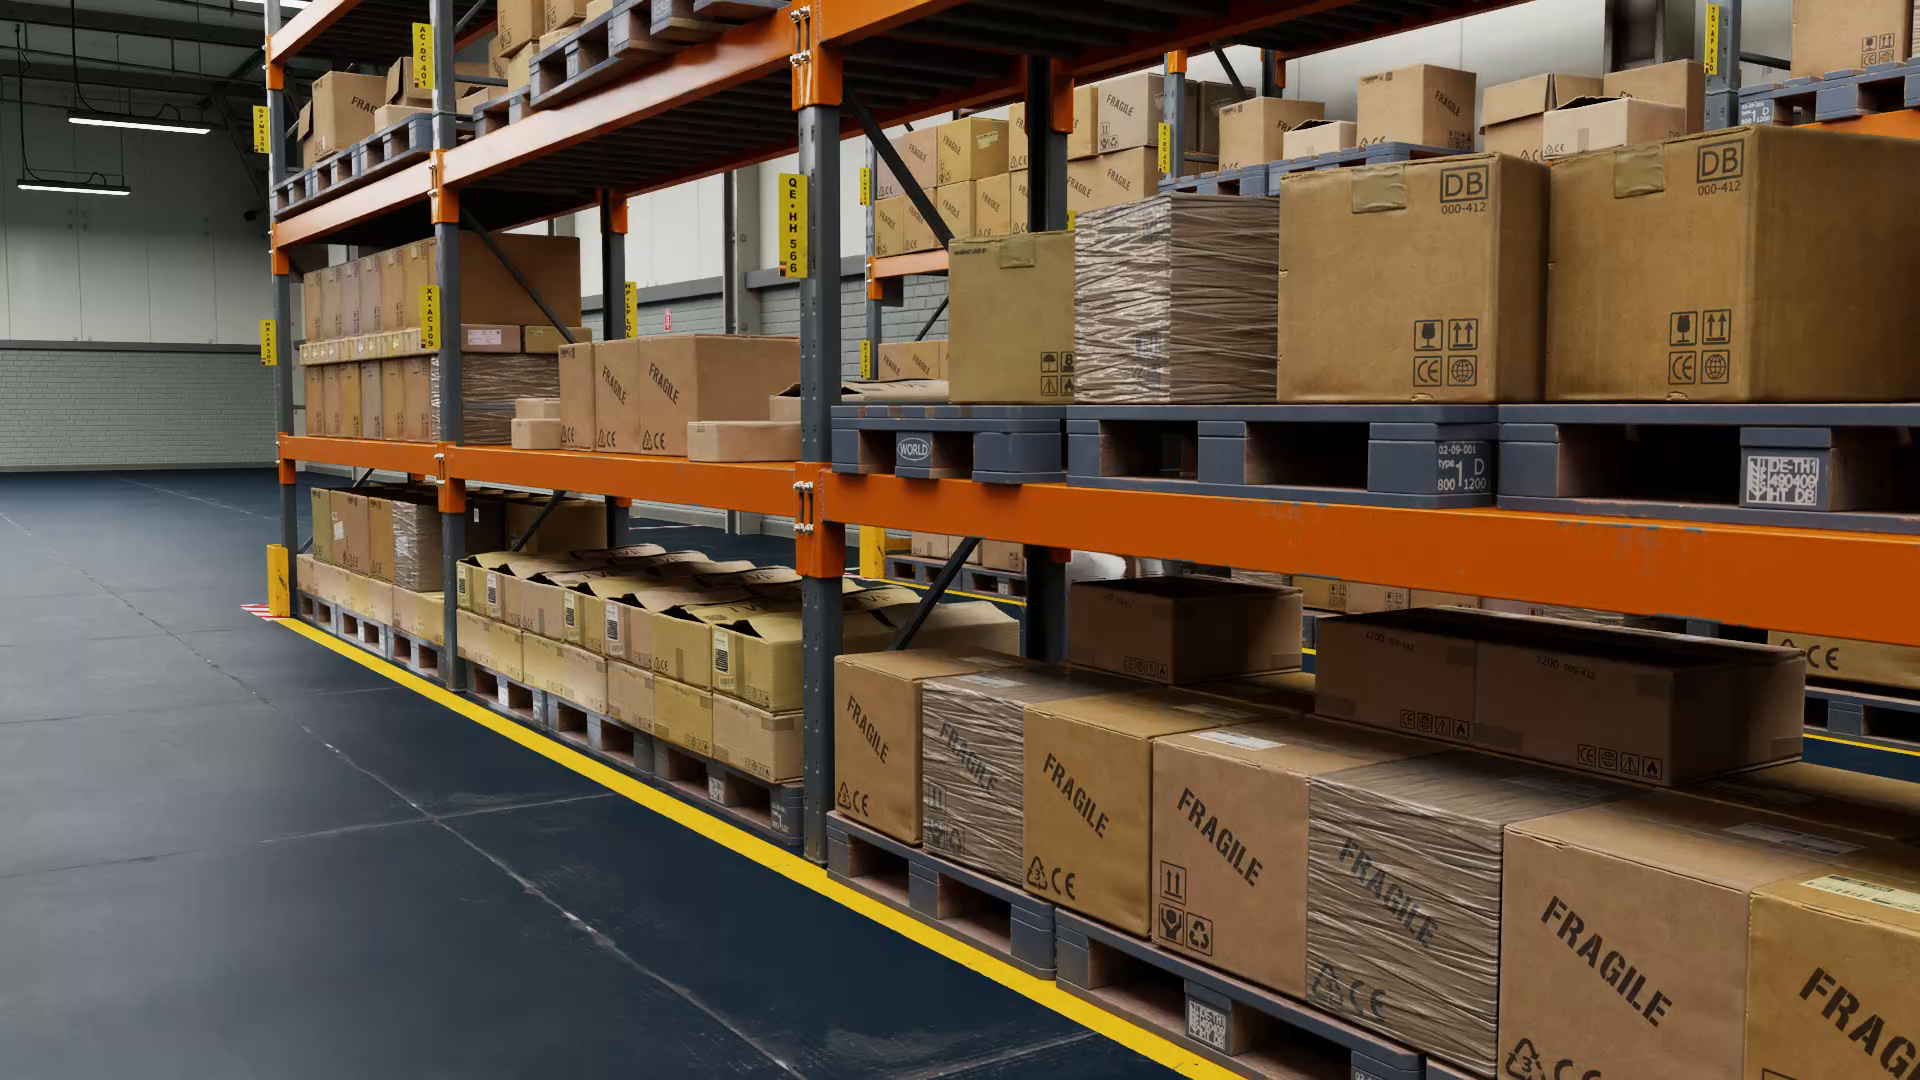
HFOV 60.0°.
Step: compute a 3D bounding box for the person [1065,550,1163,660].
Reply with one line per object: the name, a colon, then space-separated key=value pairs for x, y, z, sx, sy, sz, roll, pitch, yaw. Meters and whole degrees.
person: x=0.784 y=0.243 z=9.071 sx=0.941 sy=1.085 sz=0.588 roll=-3 pitch=6 yaw=-37
